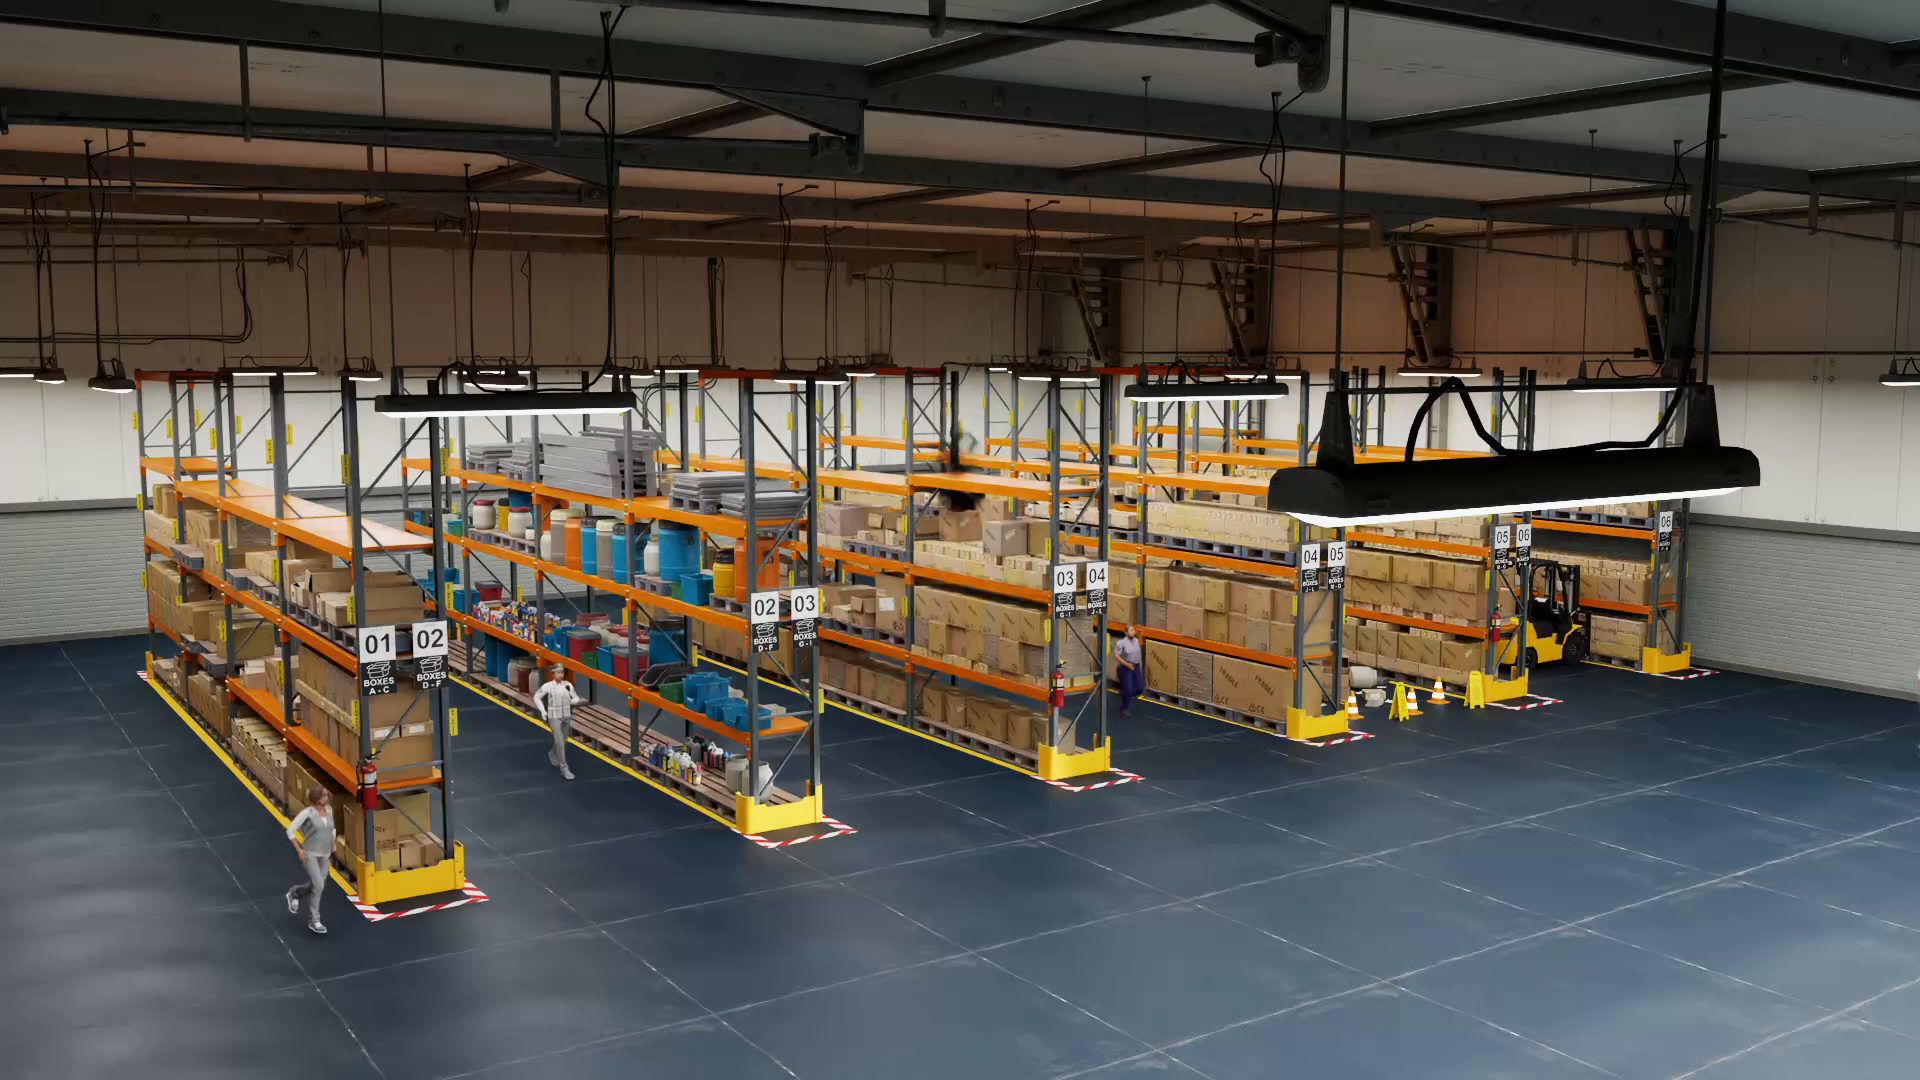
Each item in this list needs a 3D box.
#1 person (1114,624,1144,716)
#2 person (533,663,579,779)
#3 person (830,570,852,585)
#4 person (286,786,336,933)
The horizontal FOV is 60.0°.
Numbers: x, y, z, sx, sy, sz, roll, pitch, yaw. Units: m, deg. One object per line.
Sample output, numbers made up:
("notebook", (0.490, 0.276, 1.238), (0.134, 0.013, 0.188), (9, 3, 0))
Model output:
("person", (2.964, 2.269, 29.035), (0.619, 1.606, 0.534), (-5, 8, -35))
("person", (-6.002, 2.663, 24.890), (0.611, 1.681, 0.940), (-6, 8, -41))
("person", (-2.983, 0.676, 42.390), (0.732, 1.821, 0.633), (-4, 8, -32))
("person", (-7.171, 3.498, 18.435), (0.708, 1.565, 0.582), (4, 7, 29))
